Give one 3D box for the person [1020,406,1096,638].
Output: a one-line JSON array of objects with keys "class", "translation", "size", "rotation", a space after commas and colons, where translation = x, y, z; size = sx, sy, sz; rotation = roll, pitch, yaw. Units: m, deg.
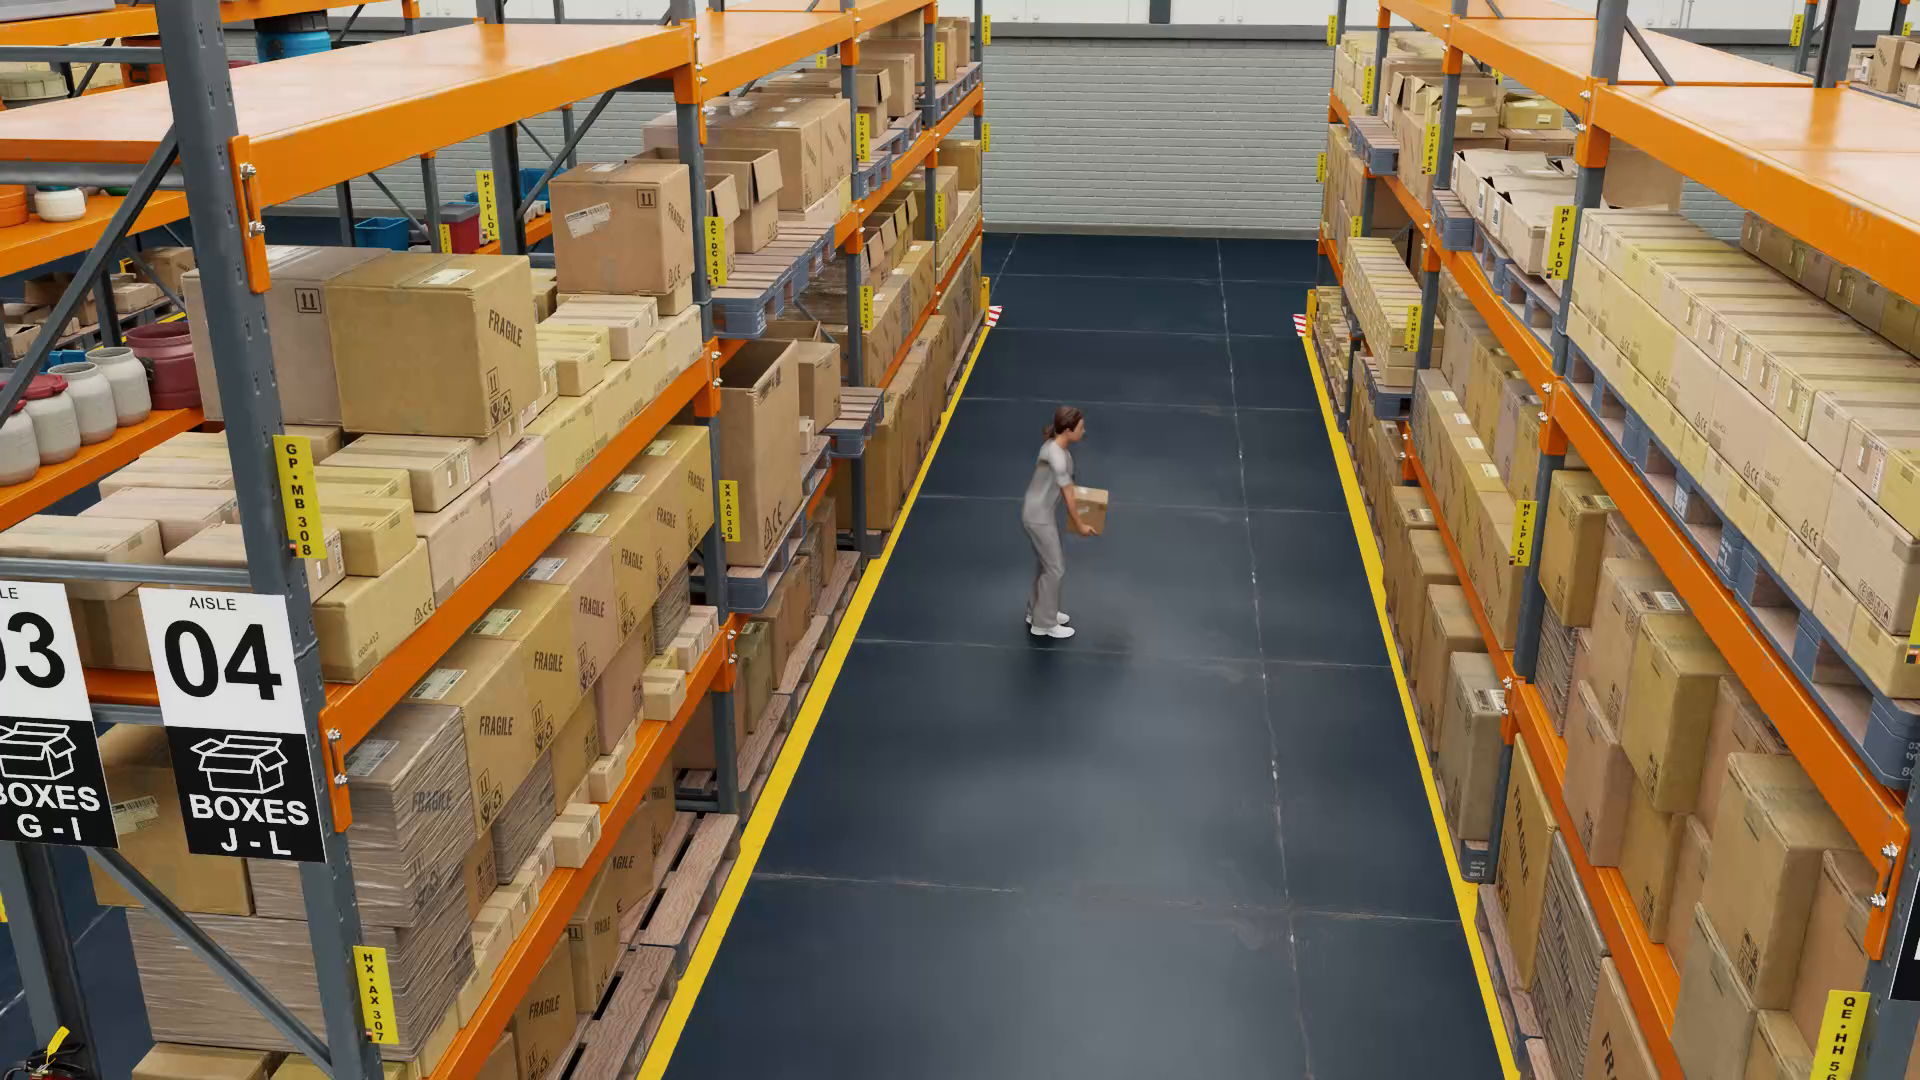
[{"class": "person", "translation": [0.683, -0.137, 11.487], "size": [0.528, 1.646, 0.410], "rotation": [2, 21, 5]}]
